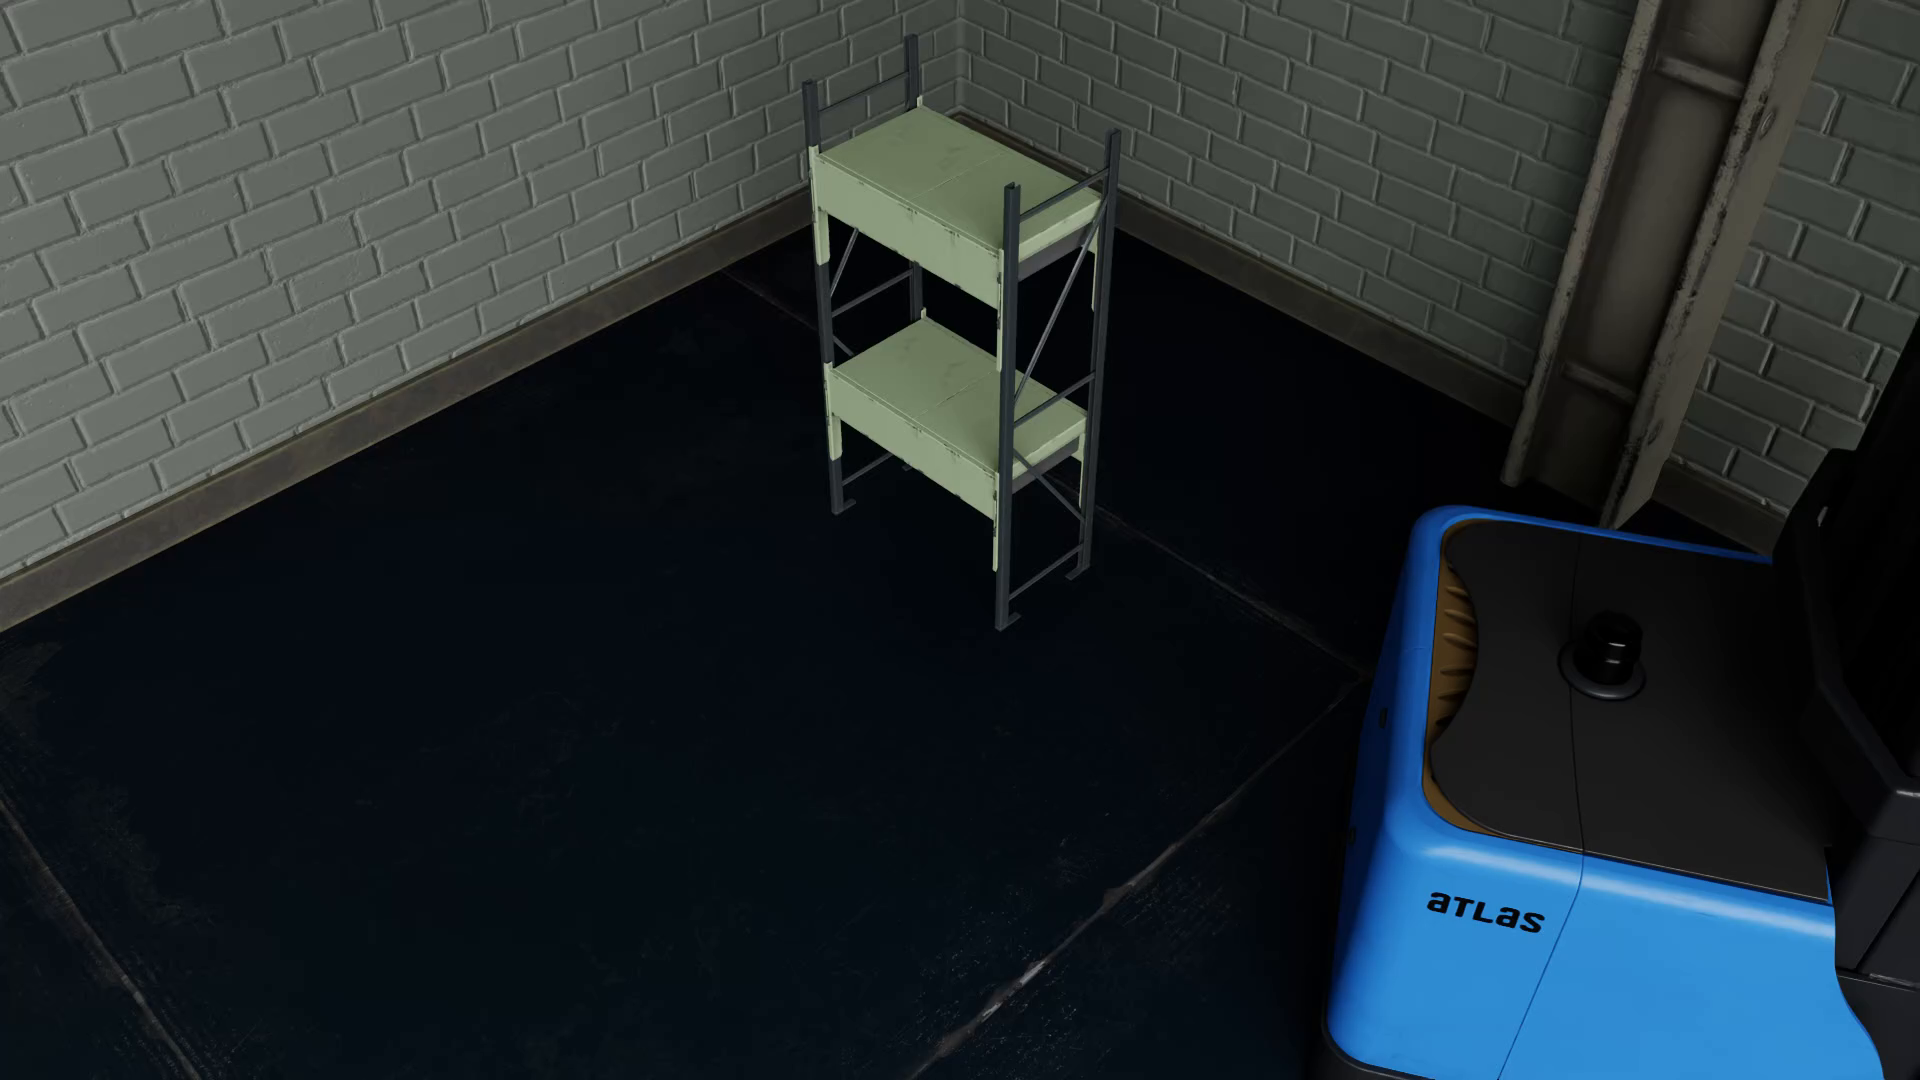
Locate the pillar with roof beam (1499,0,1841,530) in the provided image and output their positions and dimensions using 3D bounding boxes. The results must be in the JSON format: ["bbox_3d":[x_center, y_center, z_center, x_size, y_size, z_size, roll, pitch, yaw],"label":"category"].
[{"bbox_3d":[-1.031,-1.418,0.153,9.100,9.000,0.400,-34,53,-31],"label":"pillar with roof beam"}]

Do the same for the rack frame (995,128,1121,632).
[{"bbox_3d":[0.254,-0.378,4.554,0.400,1.500,0.023,-34,53,-31],"label":"rack frame"}]

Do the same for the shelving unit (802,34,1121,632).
[{"bbox_3d":[-0.005,-0.554,4.744,0.431,1.500,0.755,-34,53,-31],"label":"shelving unit"}]

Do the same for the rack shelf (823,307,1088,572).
[{"bbox_3d":[-0.005,-0.315,4.966,0.431,0.370,0.720,-34,53,-31],"label":"rack shelf"}]

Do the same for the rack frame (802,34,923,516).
[{"bbox_3d":[-0.263,-0.730,4.935,0.400,1.500,0.023,-34,53,-31],"label":"rack frame"}]

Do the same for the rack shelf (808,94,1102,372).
[{"bbox_3d":[-0.005,-0.841,4.480,0.431,0.370,0.720,-34,53,-31],"label":"rack shelf"}]

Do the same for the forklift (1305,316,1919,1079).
[{"bbox_3d":[2.364,0.193,2.882,3.031,2.935,1.130,10,44,11],"label":"forklift"}]
